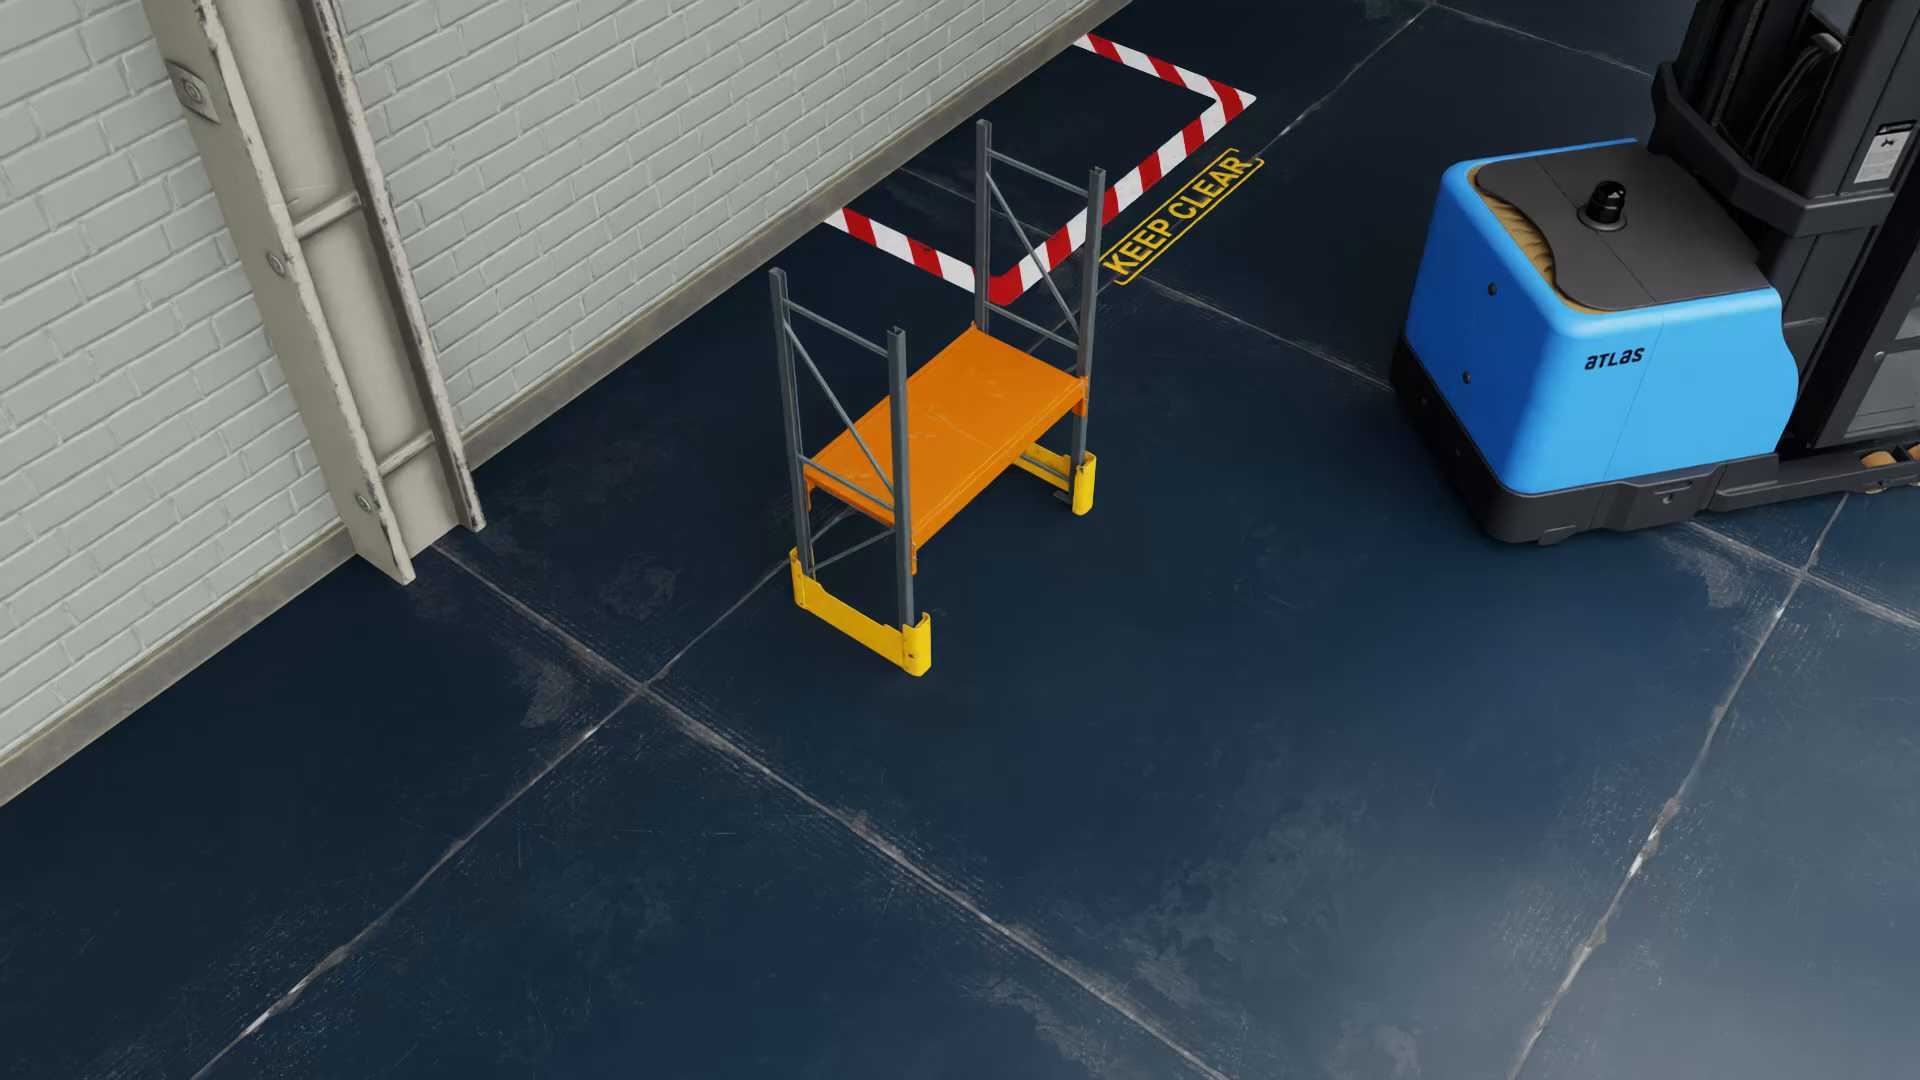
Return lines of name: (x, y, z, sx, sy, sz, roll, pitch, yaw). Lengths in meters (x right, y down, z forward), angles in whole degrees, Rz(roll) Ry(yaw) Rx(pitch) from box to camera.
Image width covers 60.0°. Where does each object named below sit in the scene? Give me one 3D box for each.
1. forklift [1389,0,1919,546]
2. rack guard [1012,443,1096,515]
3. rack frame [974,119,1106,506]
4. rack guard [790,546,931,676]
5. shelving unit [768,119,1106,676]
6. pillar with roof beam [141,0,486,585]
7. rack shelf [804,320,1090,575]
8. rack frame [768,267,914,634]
forklift: (3.322, -1.556, 5.709, 3.031, 2.935, 1.130, -10, 47, -9)
rack guard: (0.258, -0.328, 6.390, 0.587, 0.250, 0.087, 29, 53, 25)
rack frame: (0.259, -0.760, 5.939, 0.500, 1.500, 0.032, 29, 53, 25)
rack guard: (-0.351, 0.242, 5.846, 0.587, 0.250, 0.087, 29, 53, 25)
shelving unit: (-0.047, -0.474, 5.666, 0.587, 1.500, 1.083, 29, 53, 25)
pillar with roof beam: (1.372, -1.218, 1.191, 9.100, 9.000, 0.400, 29, 53, 25)
rack shelf: (-0.052, -0.345, 5.791, 0.538, 0.185, 1.000, 29, 53, 25)
rack frame: (-0.363, -0.178, 5.383, 0.500, 1.500, 0.032, 29, 53, 25)
